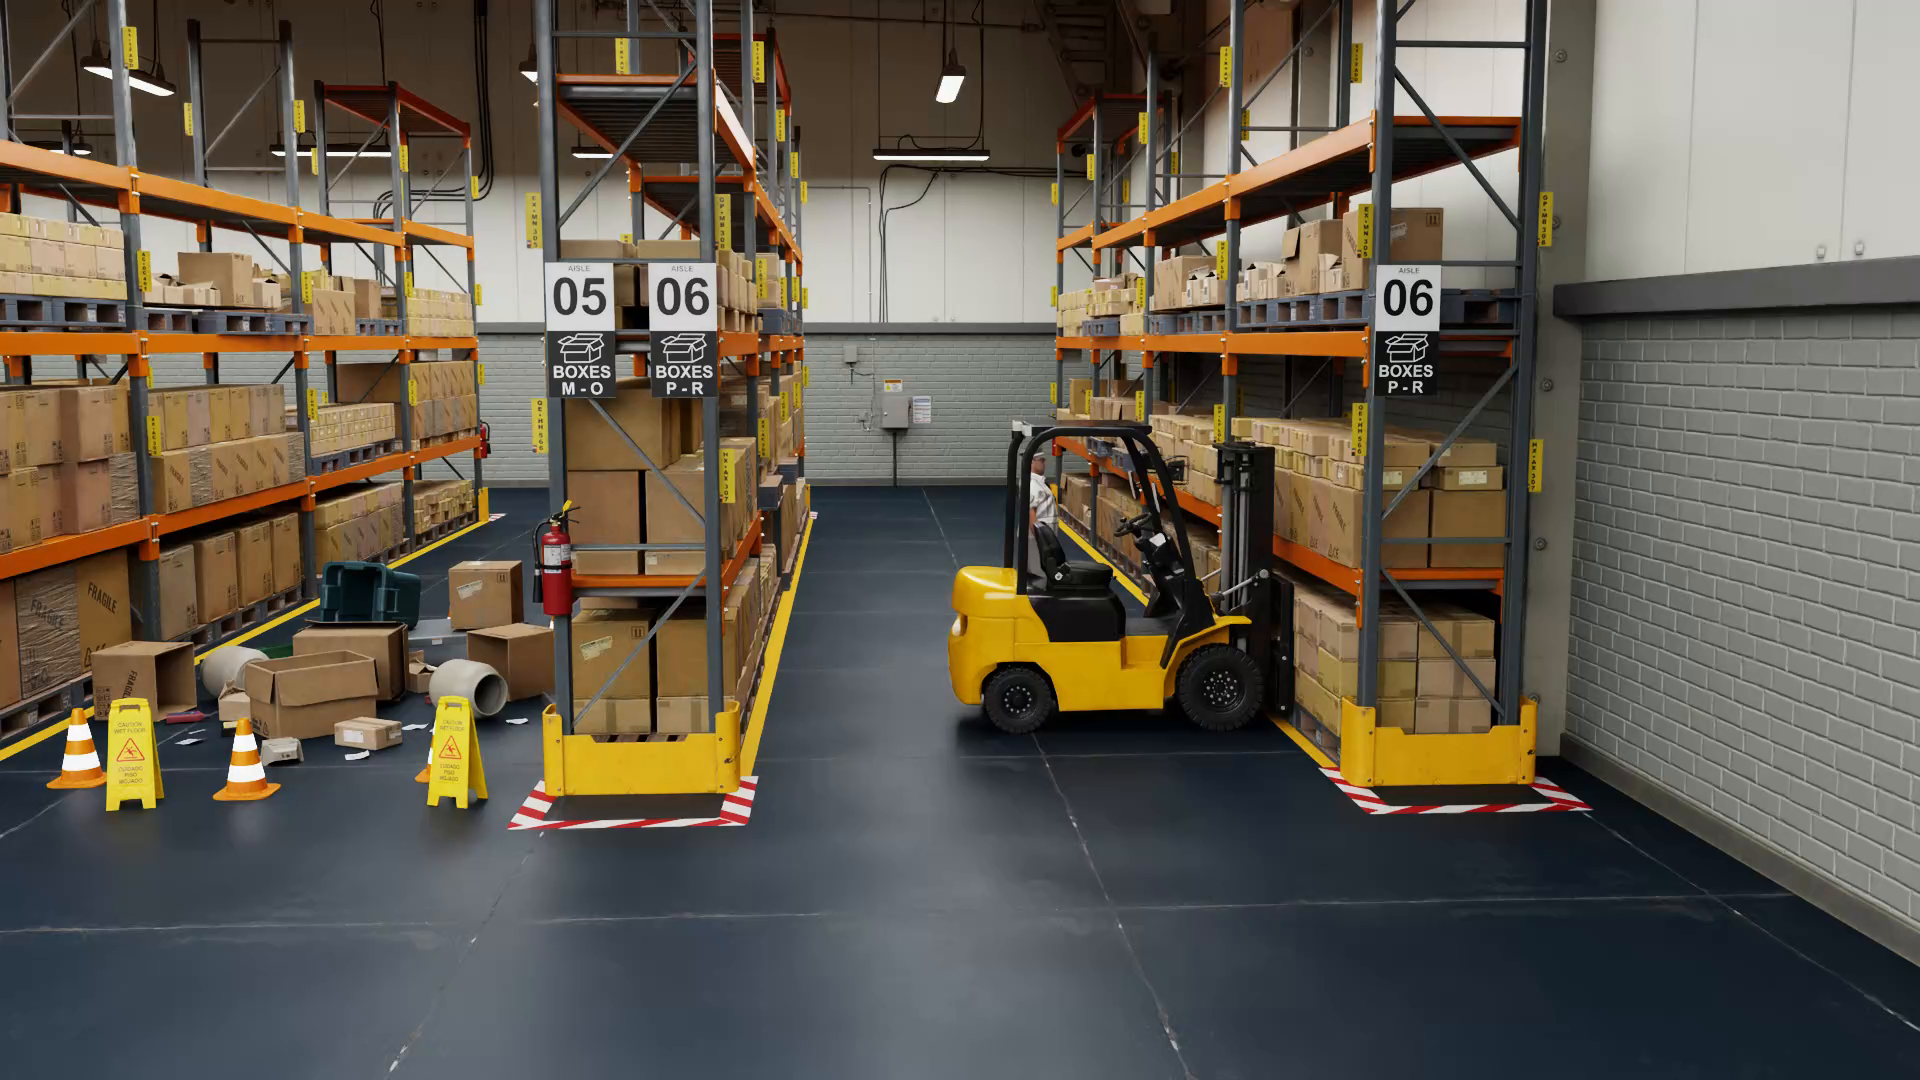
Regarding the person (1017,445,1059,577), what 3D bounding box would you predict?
[{"bbox_3d":[0.732,-0.001,15.658,0.398,1.801,0.581,0,7,1],"label":"person"}]
